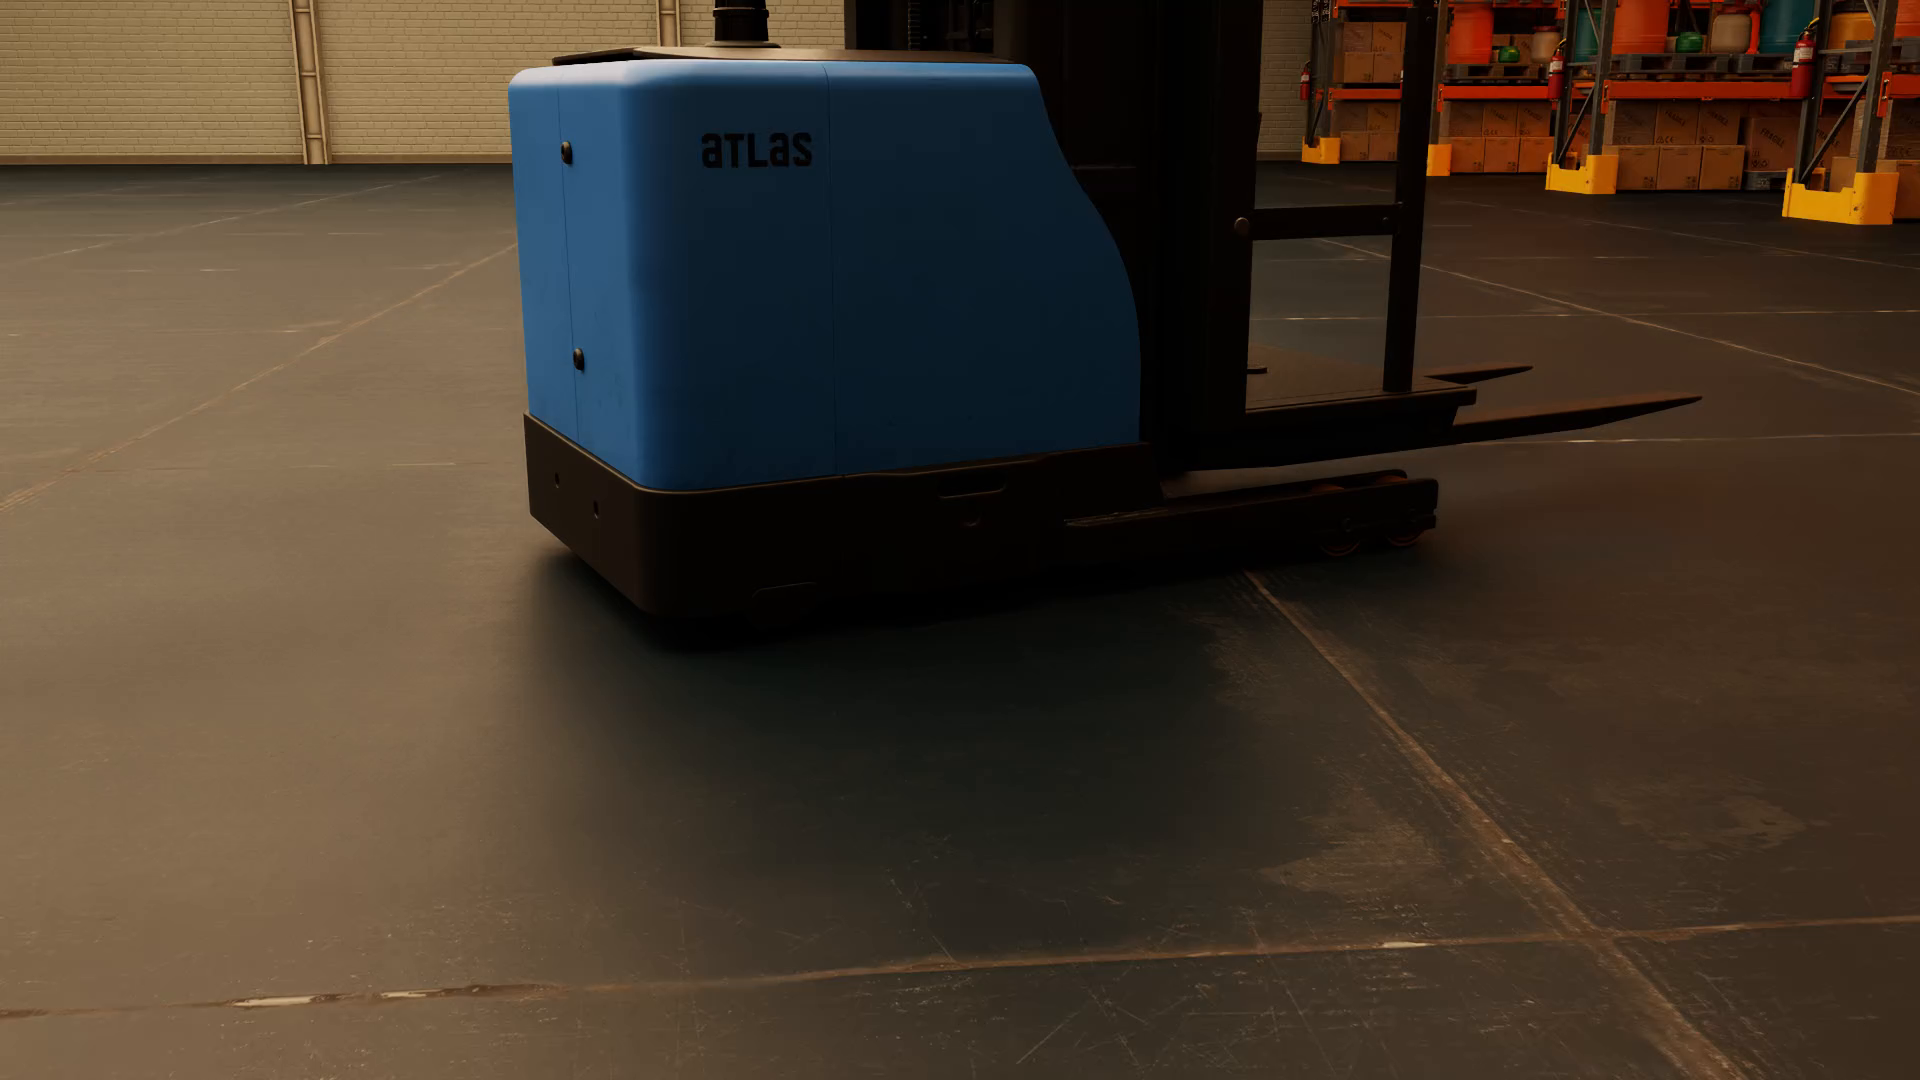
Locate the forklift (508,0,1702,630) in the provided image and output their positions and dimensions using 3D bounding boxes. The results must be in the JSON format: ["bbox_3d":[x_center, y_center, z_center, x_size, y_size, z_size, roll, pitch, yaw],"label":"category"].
[{"bbox_3d":[0.538,-1.490,3.837,3.031,2.935,1.130,-8,17,-27],"label":"forklift"}]
